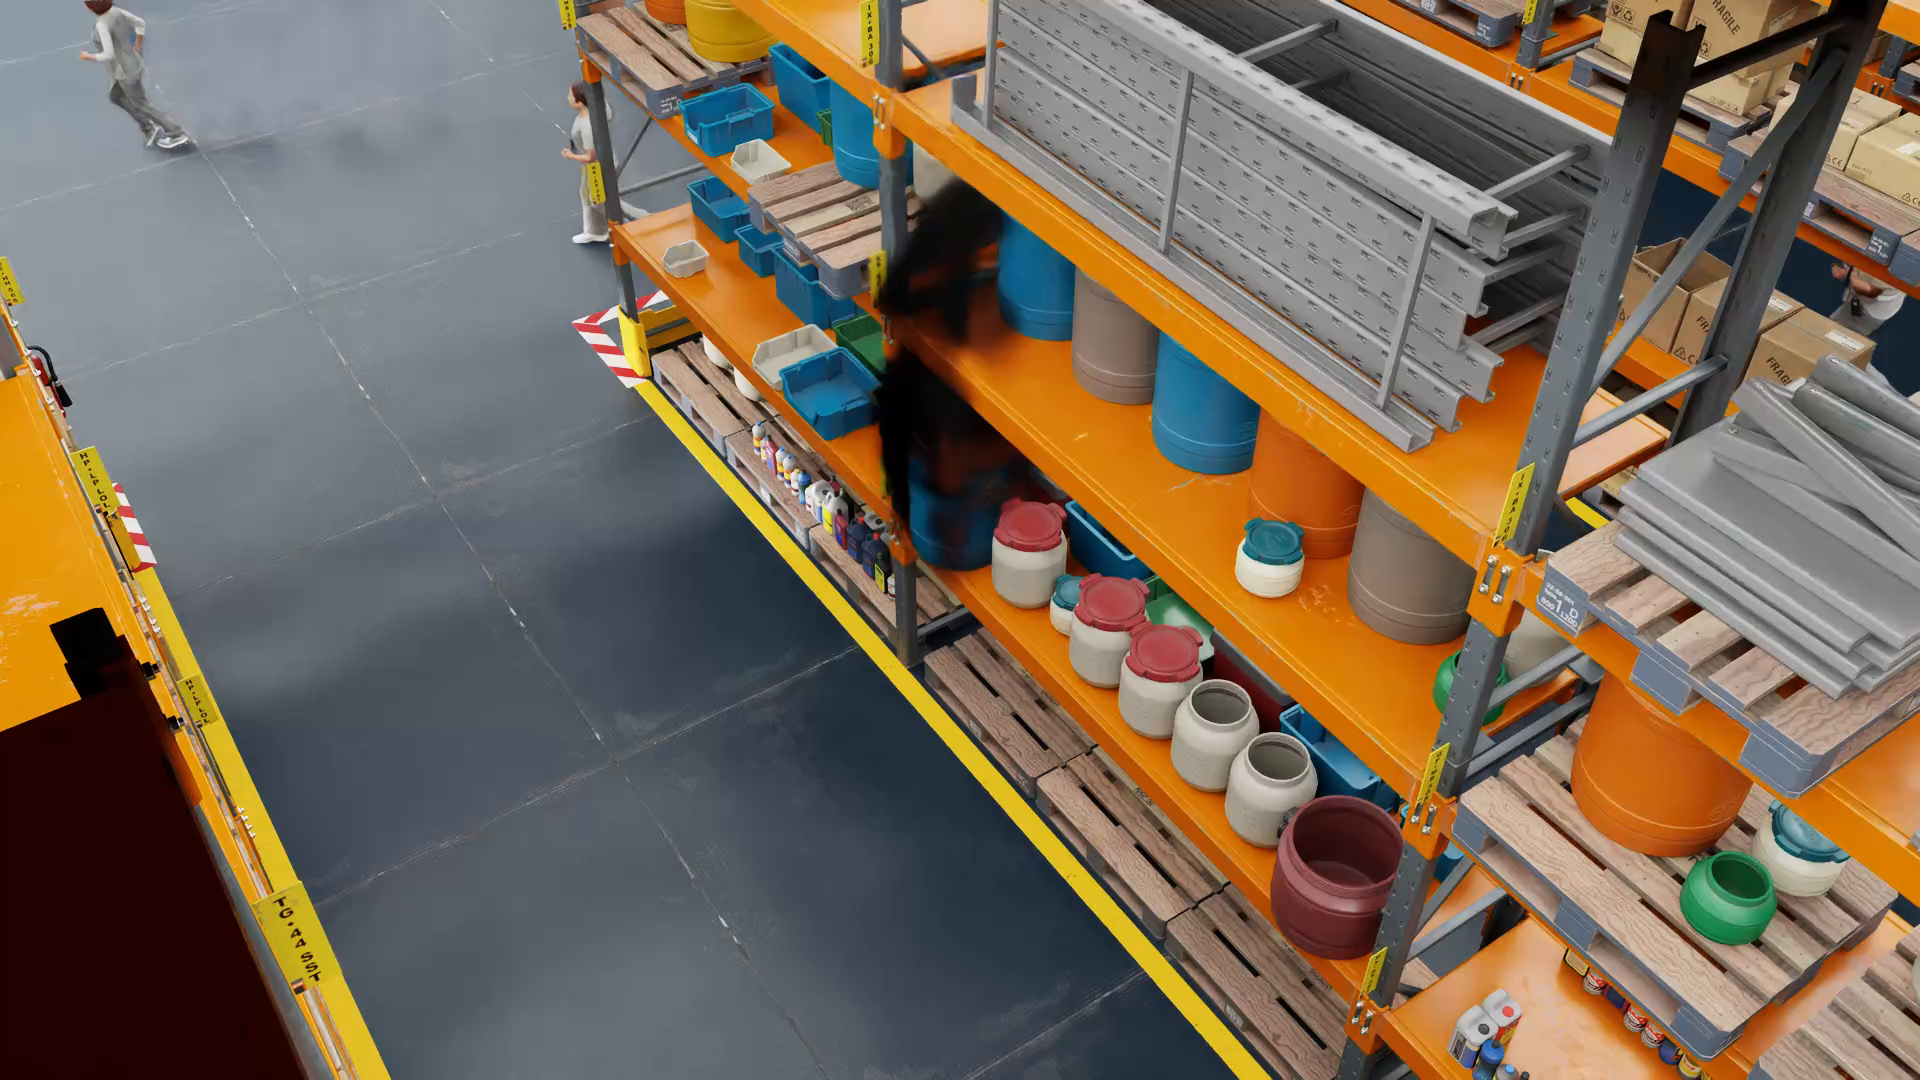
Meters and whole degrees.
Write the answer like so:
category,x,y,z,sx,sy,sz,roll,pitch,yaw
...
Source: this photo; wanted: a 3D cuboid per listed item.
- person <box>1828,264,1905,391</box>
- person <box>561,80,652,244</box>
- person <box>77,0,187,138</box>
category,x,y,z,sx,sy,sz,roll,pitch,yaw
person,6.813,-1.758,12.378,0.675,1.747,0.830,-32,51,-30
person,-3.004,-3.117,13.951,0.792,1.645,0.626,-1,43,-1
person,-7.655,-4.340,15.209,0.676,1.468,0.529,-7,43,-8
